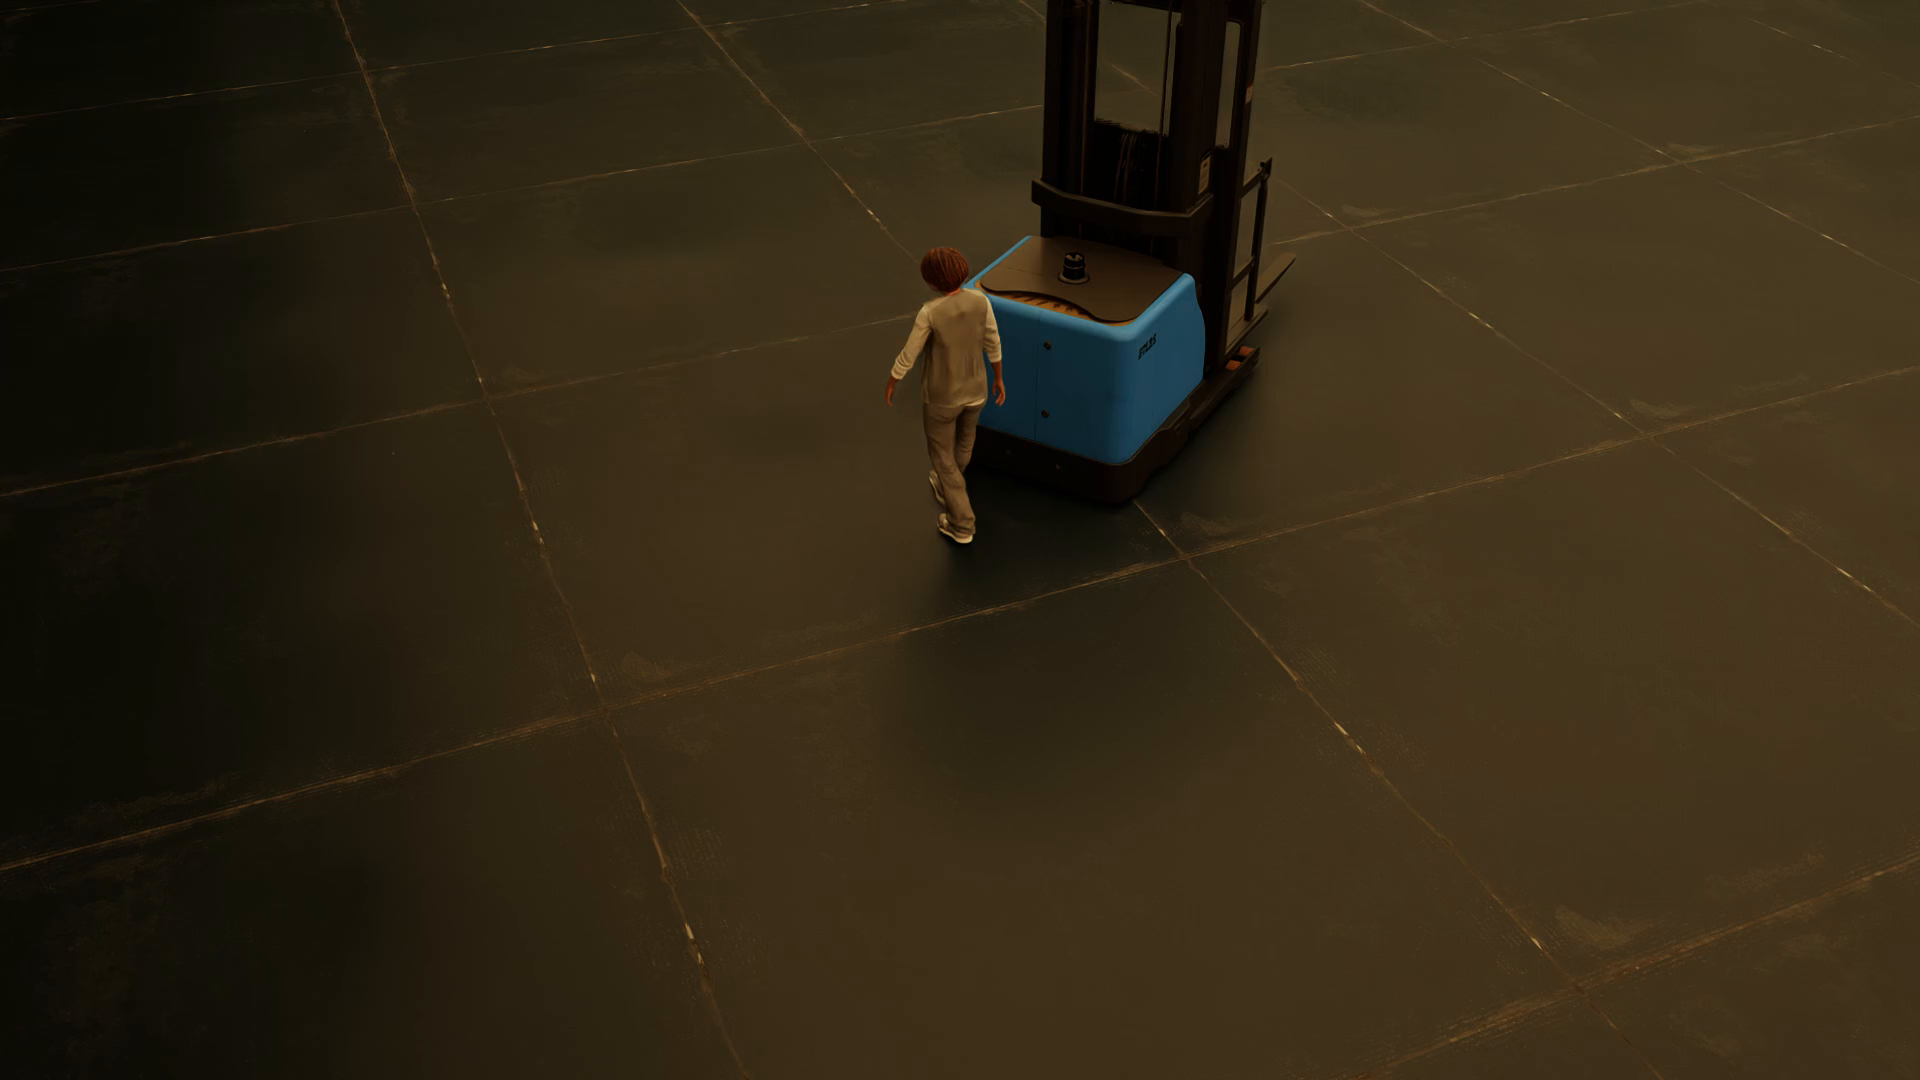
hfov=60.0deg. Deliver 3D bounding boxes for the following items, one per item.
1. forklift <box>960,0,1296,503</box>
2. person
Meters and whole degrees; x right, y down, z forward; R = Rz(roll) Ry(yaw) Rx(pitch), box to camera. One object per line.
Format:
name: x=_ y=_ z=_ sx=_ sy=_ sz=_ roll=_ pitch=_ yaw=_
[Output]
forklift: x=1.149 y=-2.218 z=9.218 sx=1.130 sy=2.935 sz=3.031 roll=18 pitch=39 yaw=24
person: x=-0.083 y=-0.770 z=8.359 sx=0.579 sy=1.574 sz=0.648 roll=-19 pitch=40 yaw=-25
